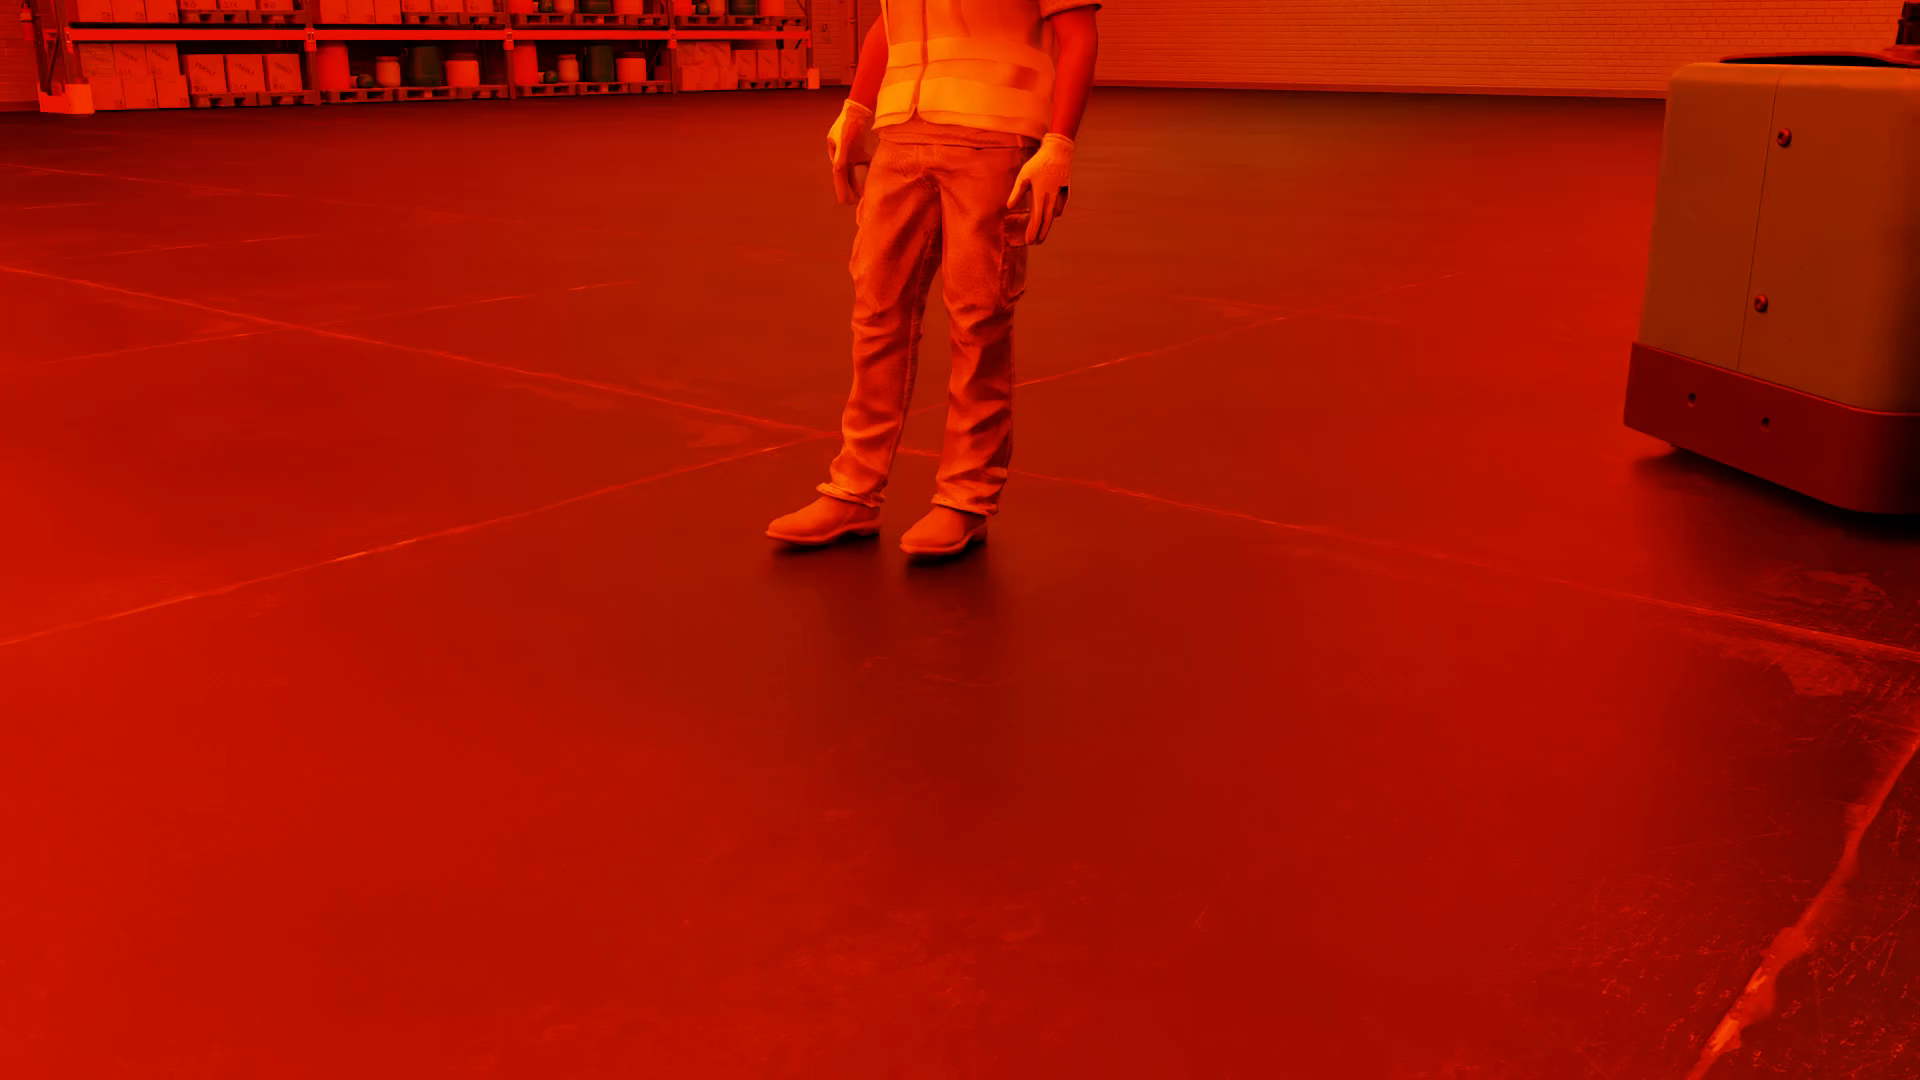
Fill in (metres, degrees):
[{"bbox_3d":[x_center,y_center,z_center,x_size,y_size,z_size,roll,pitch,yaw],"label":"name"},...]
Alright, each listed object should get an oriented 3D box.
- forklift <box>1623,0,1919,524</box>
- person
[{"bbox_3d":[3.479,-1.624,4.245,3.031,2.935,1.130,-3,17,-11],"label":"forklift"},{"bbox_3d":[-0.053,-0.846,3.634,0.656,1.782,0.577,13,21,37],"label":"person"}]
